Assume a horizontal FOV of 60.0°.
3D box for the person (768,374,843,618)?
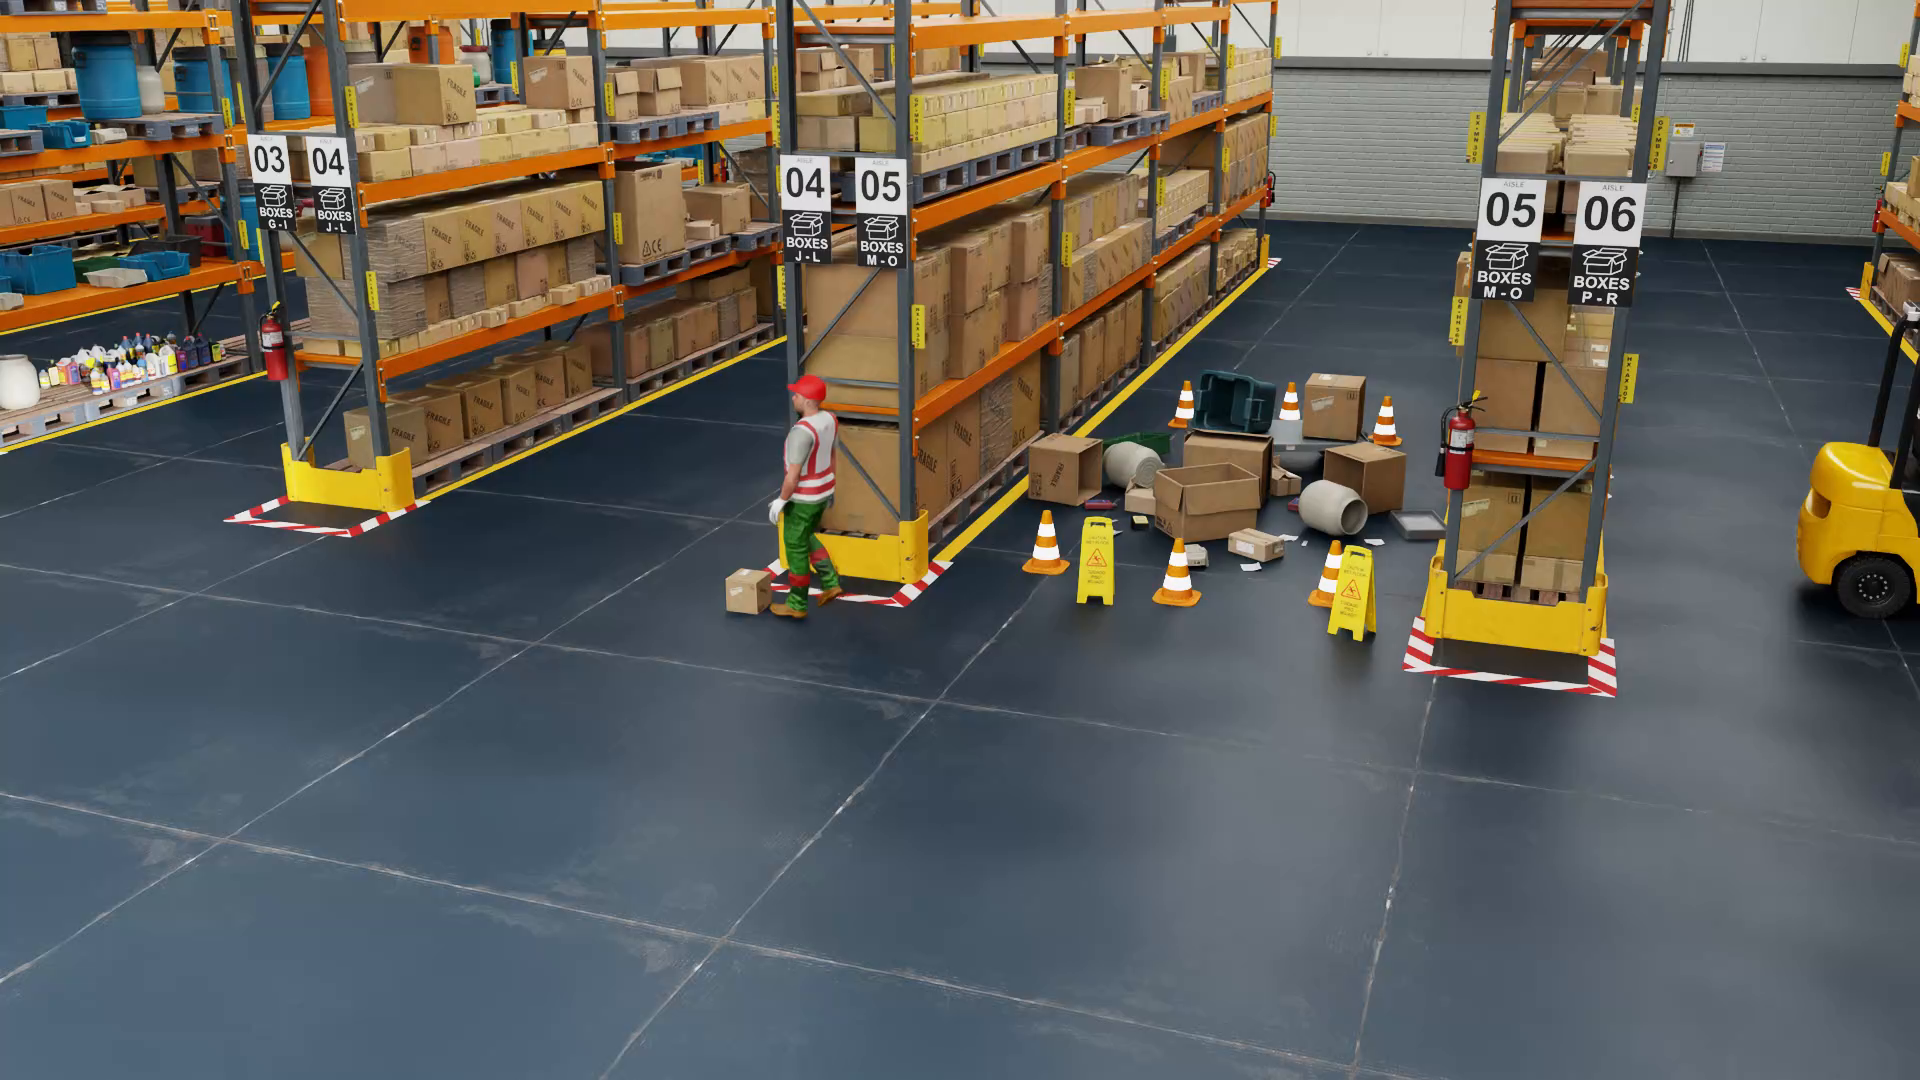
[{"bbox_3d":[-1.135,-0.314,11.875,0.496,1.797,0.599,9,20,25],"label":"person"}]
